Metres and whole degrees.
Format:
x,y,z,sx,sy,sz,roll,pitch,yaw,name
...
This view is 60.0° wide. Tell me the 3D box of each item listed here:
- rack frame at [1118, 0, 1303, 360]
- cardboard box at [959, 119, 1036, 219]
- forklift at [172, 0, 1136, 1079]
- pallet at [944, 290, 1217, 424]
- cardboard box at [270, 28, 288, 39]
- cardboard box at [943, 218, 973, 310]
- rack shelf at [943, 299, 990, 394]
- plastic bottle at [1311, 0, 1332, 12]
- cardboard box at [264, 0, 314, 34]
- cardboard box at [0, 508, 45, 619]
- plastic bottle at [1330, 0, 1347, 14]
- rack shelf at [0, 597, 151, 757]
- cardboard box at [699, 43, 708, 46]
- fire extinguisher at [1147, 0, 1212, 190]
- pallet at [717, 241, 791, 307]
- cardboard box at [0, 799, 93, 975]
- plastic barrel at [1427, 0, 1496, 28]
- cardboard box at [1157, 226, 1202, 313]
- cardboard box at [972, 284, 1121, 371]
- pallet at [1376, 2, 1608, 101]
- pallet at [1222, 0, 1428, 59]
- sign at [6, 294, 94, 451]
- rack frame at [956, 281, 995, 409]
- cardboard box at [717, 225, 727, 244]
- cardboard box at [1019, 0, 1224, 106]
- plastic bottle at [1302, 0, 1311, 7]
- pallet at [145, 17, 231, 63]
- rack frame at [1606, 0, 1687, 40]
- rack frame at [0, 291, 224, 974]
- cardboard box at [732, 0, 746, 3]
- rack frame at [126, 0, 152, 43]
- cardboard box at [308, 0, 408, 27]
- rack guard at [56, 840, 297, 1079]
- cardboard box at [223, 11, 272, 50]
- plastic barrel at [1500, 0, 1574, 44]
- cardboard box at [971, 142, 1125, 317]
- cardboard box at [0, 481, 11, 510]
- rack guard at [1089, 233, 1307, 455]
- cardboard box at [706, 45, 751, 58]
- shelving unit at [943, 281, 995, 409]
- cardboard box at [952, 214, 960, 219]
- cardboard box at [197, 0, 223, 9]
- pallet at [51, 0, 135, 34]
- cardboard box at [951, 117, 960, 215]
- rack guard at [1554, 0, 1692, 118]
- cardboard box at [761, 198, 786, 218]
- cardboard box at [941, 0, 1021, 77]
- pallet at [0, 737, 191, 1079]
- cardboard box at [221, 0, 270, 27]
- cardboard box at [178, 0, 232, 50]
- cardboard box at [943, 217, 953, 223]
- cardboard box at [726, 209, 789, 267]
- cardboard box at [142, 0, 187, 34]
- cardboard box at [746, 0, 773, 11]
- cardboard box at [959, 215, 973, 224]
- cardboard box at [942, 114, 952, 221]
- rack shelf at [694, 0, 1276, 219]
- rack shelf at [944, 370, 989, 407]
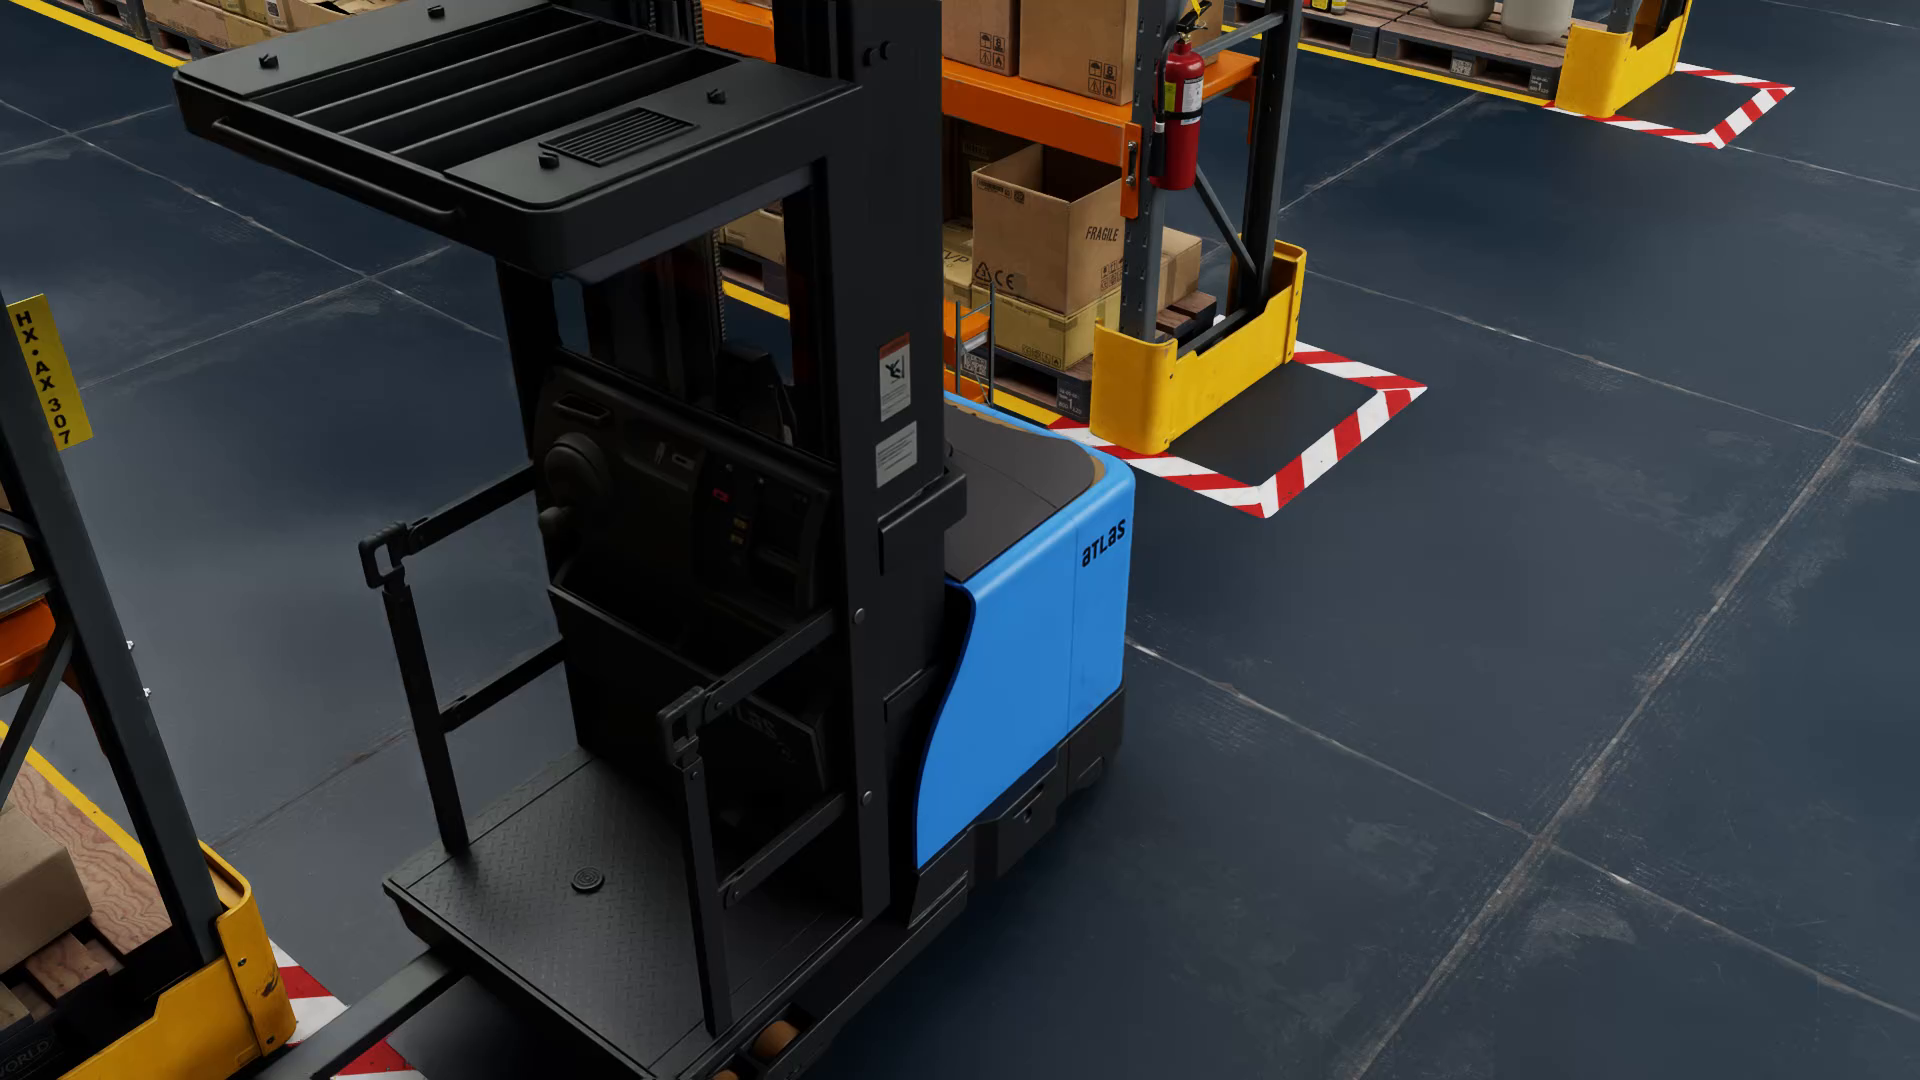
x,y,z,sx,sy,sz,roll,pitch,yaw,name
0.998,-1.890,6.352,0.127,3.000,1.000,25,42,32,rack frame
0.343,-1.710,7.486,0.500,0.500,0.500,25,42,32,cardboard box
-0.795,-0.051,3.735,1.130,2.935,3.031,24,41,31,forklift
0.383,-0.999,7.518,1.213,0.211,1.003,25,42,32,pallet
-3.752,-2.956,9.963,0.500,0.250,0.500,26,42,33,cardboard box
0.005,-1.171,7.363,0.500,0.250,0.500,25,42,32,cardboard box
-0.041,-0.677,5.826,0.240,0.259,0.215,25,42,32,rack shelf
2.377,-3.614,10.873,0.133,0.283,0.061,26,42,33,plastic bottle
-3.741,-3.182,9.797,0.500,0.311,0.500,25,41,31,cardboard box
-2.341,0.006,3.707,0.500,0.250,0.500,24,41,31,cardboard box
2.478,-3.546,10.847,0.097,0.201,0.097,0,34,0,plastic bottle
-3.706,-0.161,4.470,4.000,0.370,1.077,25,42,32,rack shelf
-1.531,-2.205,8.207,0.500,0.500,0.500,25,42,32,cardboard box
0.791,-1.613,6.017,0.183,0.674,0.296,25,42,32,fire extinguisher
-0.550,-1.441,8.162,1.213,0.211,1.003,25,42,32,pallet
-2.643,0.904,4.270,0.500,0.311,0.500,20,39,27,cardboard box
3.230,-3.578,10.637,0.421,0.512,0.421,0,34,0,plastic barrel
0.728,-1.220,7.435,0.500,0.250,0.500,25,42,32,cardboard box
0.397,-0.995,7.107,0.500,0.250,0.500,25,42,32,cardboard box
3.461,-3.198,10.720,1.213,0.211,1.003,25,42,32,pallet
2.527,-3.640,11.363,1.213,0.211,1.003,25,42,32,pallet
-1.822,-0.326,3.311,0.005,0.325,0.100,25,42,32,sign
0.053,-0.408,5.917,0.008,1.050,0.200,25,42,32,rack frame
-1.152,-1.712,8.151,0.500,0.250,0.500,25,42,32,cardboard box
0.647,-2.106,6.578,0.500,0.500,0.700,25,42,32,cardboard box
2.302,-3.680,10.976,0.135,0.276,0.152,26,42,32,plastic bottle
-4.543,-3.323,10.902,1.213,0.211,1.003,25,42,32,pallet
4.170,-4.043,9.488,0.127,3.000,1.000,25,42,32,rack frame
-2.169,0.267,3.212,0.127,3.000,1.000,25,42,32,rack frame
-0.939,-2.850,7.662,0.500,0.500,0.700,26,42,32,cardboard box
-5.150,-4.787,10.571,0.127,3.000,1.000,25,42,32,rack frame
-3.357,-2.999,9.530,0.500,0.311,0.500,25,42,32,cardboard box
-2.227,1.270,3.960,0.348,0.500,1.175,25,42,32,rack guard
-4.145,-3.142,10.234,0.500,0.250,0.500,24,41,31,cardboard box
3.615,-3.396,10.372,0.421,0.512,0.421,0,34,0,plastic barrel
0.395,-1.303,6.894,0.500,0.500,0.500,25,42,32,cardboard box
-2.343,-0.292,3.479,0.500,0.500,0.500,25,42,32,cardboard box
1.016,-0.851,7.047,0.348,0.500,1.175,25,42,32,rack guard
-1.152,-2.021,7.939,0.500,0.500,0.500,25,42,32,cardboard box
-0.041,-0.452,5.981,0.252,1.050,0.215,25,42,32,shelving unit
-0.043,-1.581,7.961,0.500,0.250,0.500,25,42,32,cardboard box
-4.527,-3.554,10.338,0.500,0.311,0.500,24,41,31,cardboard box
-5.700,-3.925,11.779,1.213,0.211,1.003,25,42,32,pallet
-0.050,-1.885,7.741,0.500,0.500,0.500,25,42,32,cardboard box
4.081,-3.020,10.206,0.348,0.500,1.175,25,42,32,rack guard
-0.766,-1.841,7.676,0.500,0.500,0.500,25,42,32,cardboard box
0.241,-2.294,6.852,0.500,0.500,0.700,26,42,33,cardboard box
-2.829,1.079,4.492,1.213,0.211,1.003,25,42,32,pallet
-4.136,-3.368,10.068,0.500,0.311,0.500,24,41,31,cardboard box
-4.549,-3.328,10.504,0.500,0.250,0.500,24,41,31,cardboard box
-0.381,-1.351,7.626,0.500,0.250,0.500,25,42,32,cardboard box
-0.764,-1.533,7.891,0.500,0.250,0.500,25,42,32,cardboard box
-4.936,-3.510,10.769,0.500,0.250,0.500,25,42,32,cardboard box
-0.544,-2.665,7.393,0.500,0.500,0.700,27,43,33,cardboard box
0.341,-1.400,7.697,0.500,0.250,0.500,25,42,32,cardboard box
-0.383,-1.659,7.412,0.500,0.500,0.500,25,42,32,cardboard box
-0.539,-2.318,7.611,4.000,0.370,1.077,25,42,32,rack shelf
-0.041,-0.443,5.987,0.240,0.259,0.215,25,42,32,rack shelf
